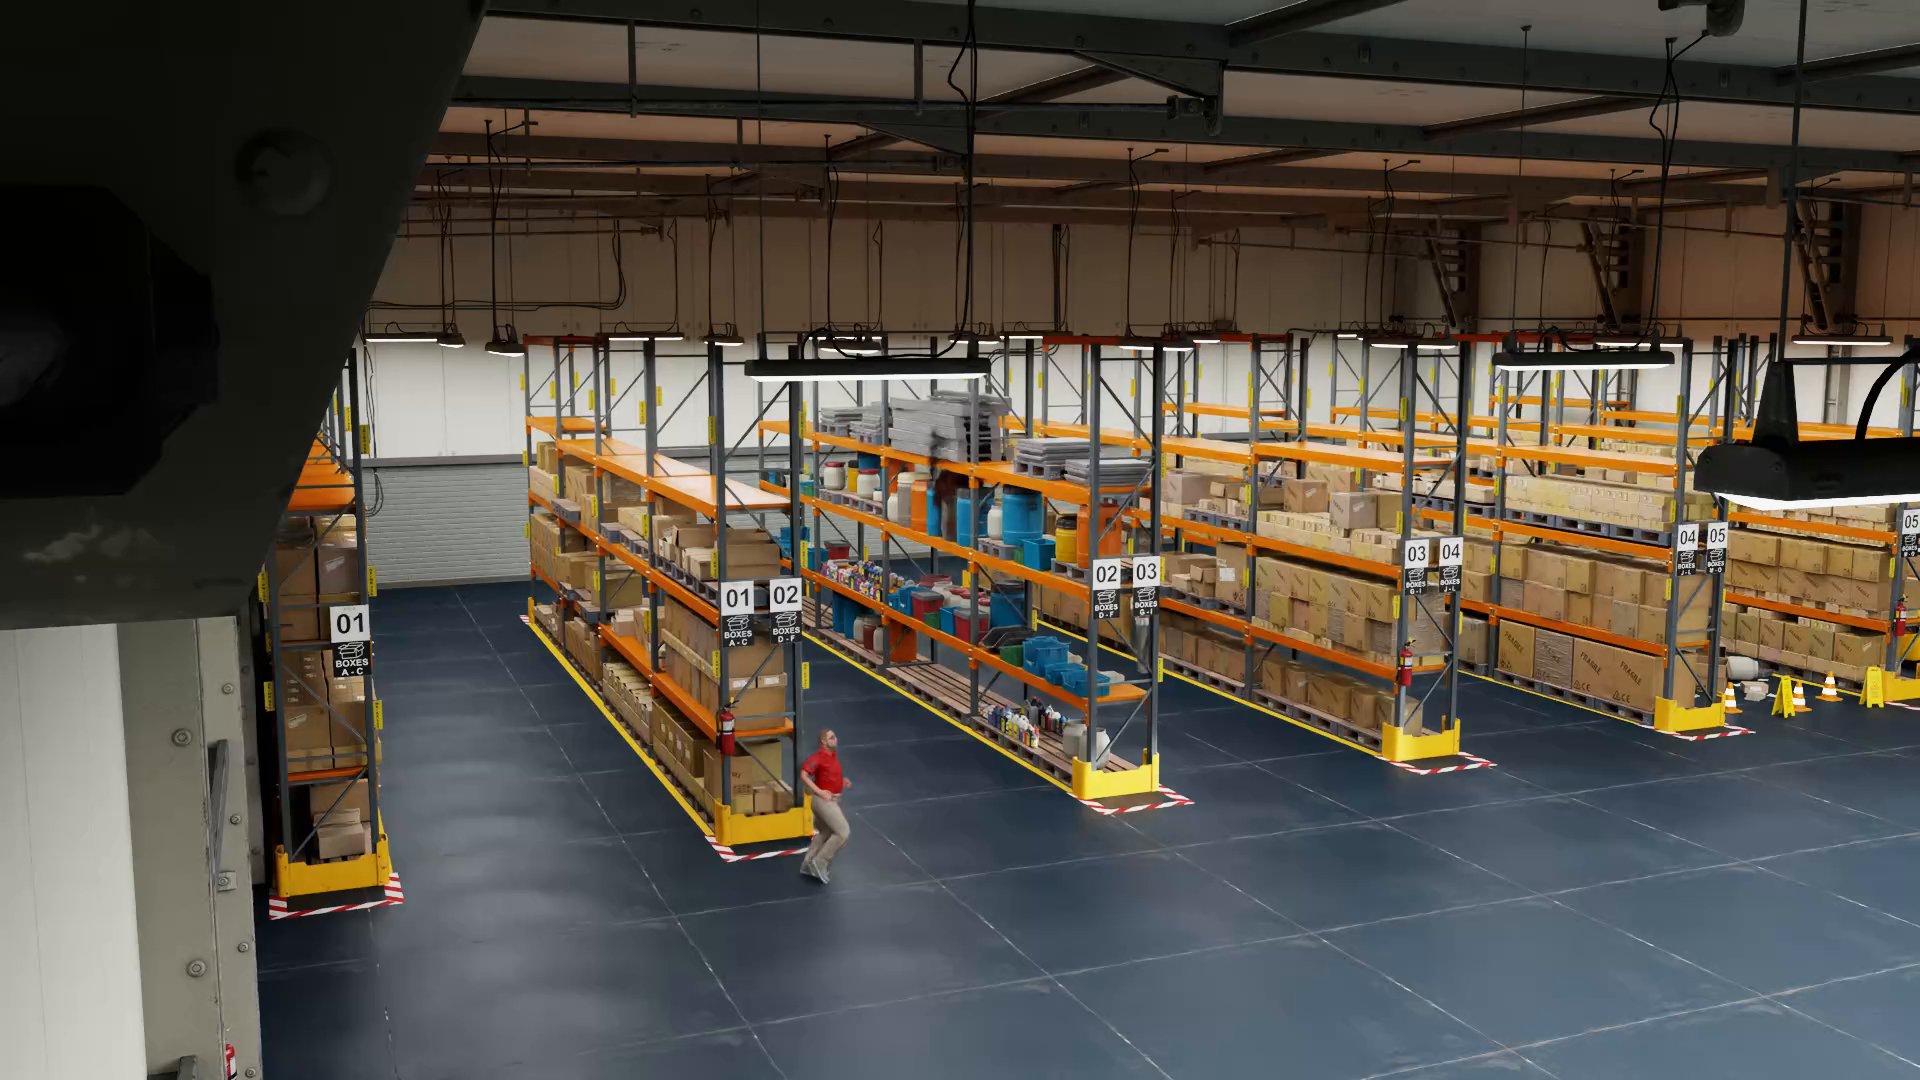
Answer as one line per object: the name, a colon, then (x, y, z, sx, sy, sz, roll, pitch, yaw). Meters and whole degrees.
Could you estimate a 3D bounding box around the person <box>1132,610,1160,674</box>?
person: (3.216, 1.474, 28.269, 0.563, 1.727, 0.577, -3, 8, -22)

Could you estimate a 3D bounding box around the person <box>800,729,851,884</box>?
person: (-1.512, 3.002, 18.868, 0.605, 1.741, 0.692, 1, 8, 7)
